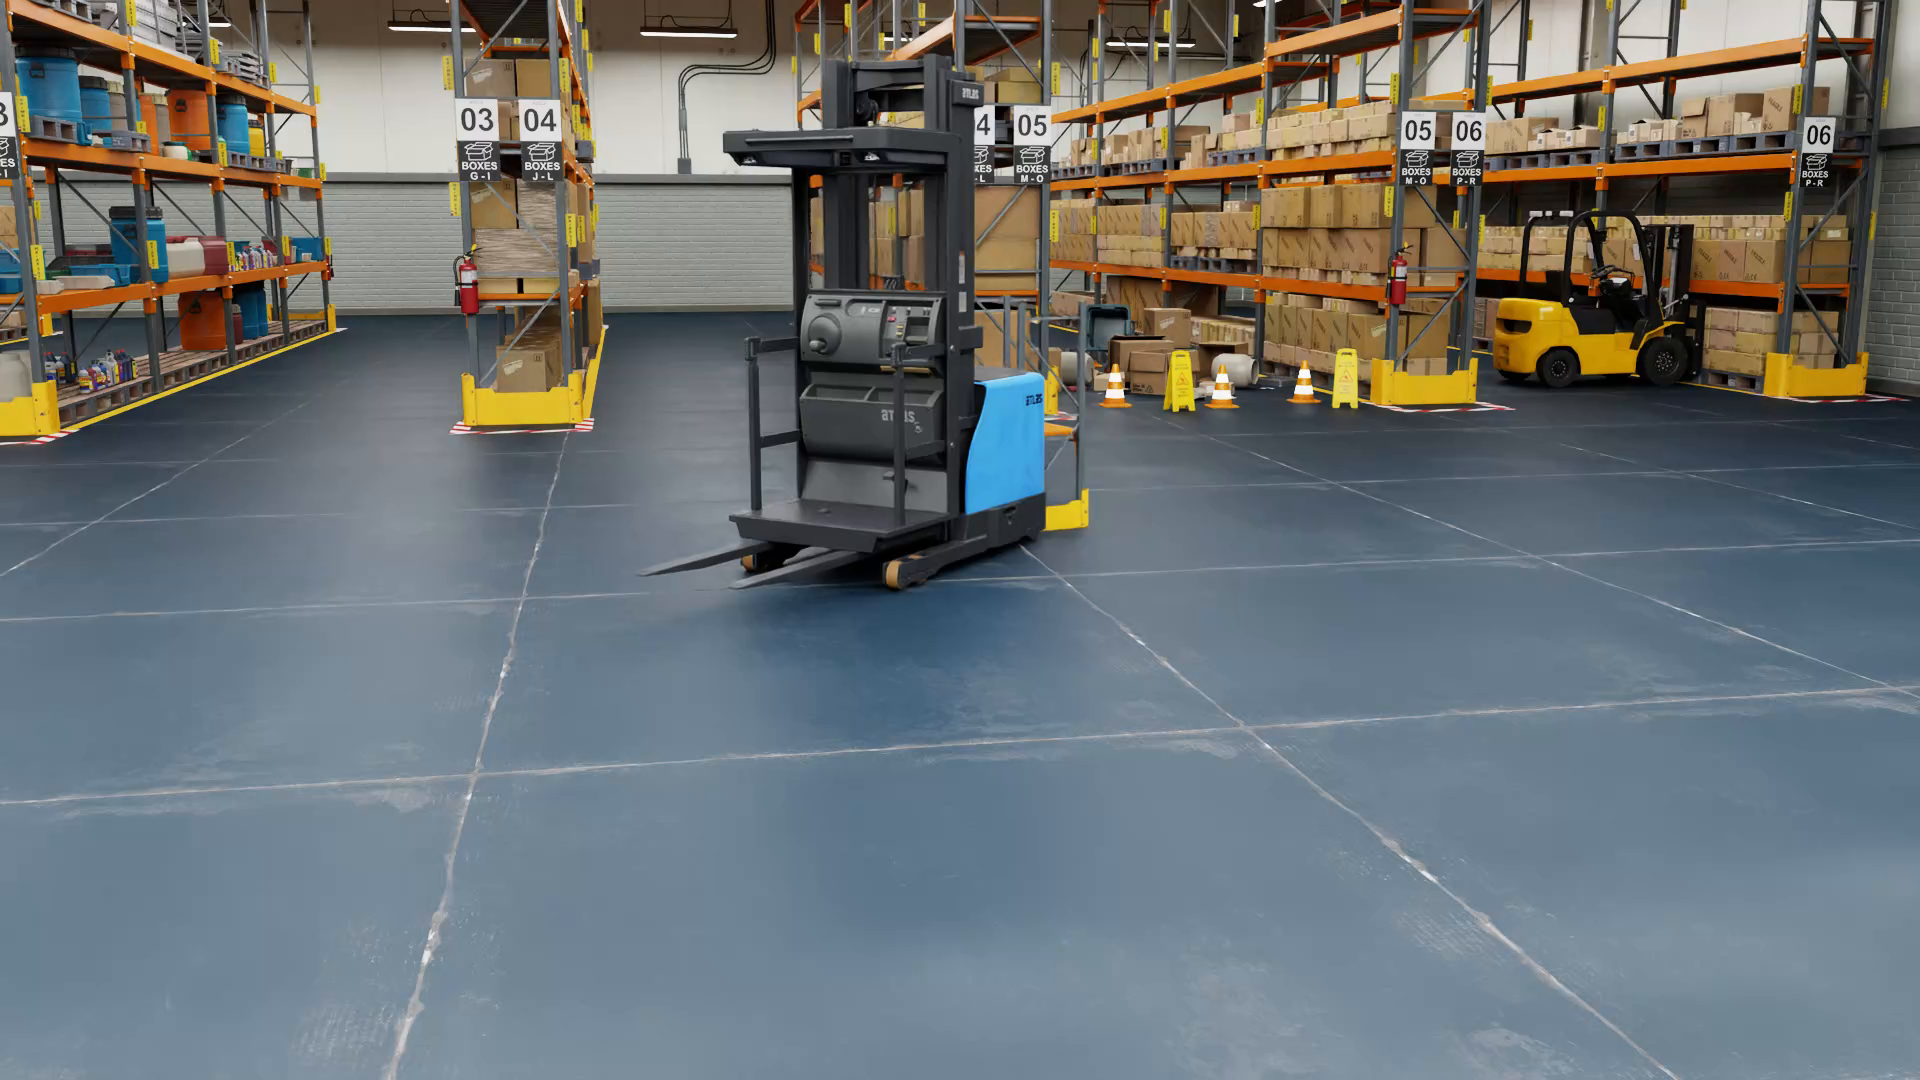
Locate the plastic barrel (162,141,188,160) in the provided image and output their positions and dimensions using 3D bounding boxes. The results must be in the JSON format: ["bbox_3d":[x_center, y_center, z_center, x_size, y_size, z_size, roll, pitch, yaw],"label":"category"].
[{"bbox_3d":[-10.380,-5.131,21.981,0.301,0.262,0.301,0,11,0],"label":"plastic barrel"}]

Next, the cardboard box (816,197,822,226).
[{"bbox_3d":[-2.248,-5.789,29.351,0.500,0.500,0.500,-3,11,-13],"label":"cardboard box"}]

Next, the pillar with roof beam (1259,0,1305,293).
[{"bbox_3d":[3.172,-9.457,36.317,9.100,9.000,0.548,-2,11,-11],"label":"pillar with roof beam"}]

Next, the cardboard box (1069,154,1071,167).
[{"bbox_3d":[2.409,-7.367,32.206,0.500,0.311,0.500,-2,11,-10],"label":"cardboard box"}]

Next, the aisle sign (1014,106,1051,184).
[{"bbox_3d":[0.751,-4.100,17.263,0.394,0.787,0.004,-2,11,-11],"label":"aisle sign"}]

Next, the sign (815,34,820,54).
[{"bbox_3d":[-2.427,-8.455,28.339,0.100,0.325,0.005,-2,11,-11],"label":"sign"}]

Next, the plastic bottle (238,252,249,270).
[{"bbox_3d":[-10.893,-4.235,25.256,0.152,0.276,0.135,-2,11,-11],"label":"plastic bottle"}]

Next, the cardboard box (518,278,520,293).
[{"bbox_3d":[-4.748,-2.631,17.167,0.380,0.149,0.250,-2,11,-11],"label":"cardboard box"}]

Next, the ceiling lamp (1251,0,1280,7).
[{"bbox_3d":[5.820,-10.987,28.742,0.800,3.185,2.000,-2,11,-11],"label":"ceiling lamp"}]

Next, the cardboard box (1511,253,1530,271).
[{"bbox_3d":[8.737,-4.226,25.280,0.500,0.250,0.500,-2,11,-9],"label":"cardboard box"}]

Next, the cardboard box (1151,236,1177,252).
[{"bbox_3d":[3.380,-4.743,26.655,0.500,0.250,0.500,-2,11,-11],"label":"cardboard box"}]

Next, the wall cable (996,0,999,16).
[{"bbox_3d":[-0.243,-13.142,38.025,2.355,3.000,0.029,-2,11,-11],"label":"wall cable"}]

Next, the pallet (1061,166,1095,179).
[{"bbox_3d":[2.562,-7.028,31.815,1.003,0.211,1.213,-2,11,-11],"label":"pallet"}]

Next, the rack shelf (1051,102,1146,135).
[{"bbox_3d":[2.556,-7.989,31.595,1.077,0.370,4.000,-2,11,-11],"label":"rack shelf"}]

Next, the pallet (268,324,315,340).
[{"bbox_3d":[-12.056,-3.672,29.424,1.003,0.211,1.213,-2,11,-11],"label":"pallet"}]

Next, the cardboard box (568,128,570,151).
[{"bbox_3d":[-4.587,-4.442,18.389,0.500,0.250,0.500,-2,11,-9],"label":"cardboard box"}]

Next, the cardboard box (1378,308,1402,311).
[{"bbox_3d":[5.193,-2.598,20.549,0.500,0.500,0.500,-2,11,-10],"label":"cardboard box"}]

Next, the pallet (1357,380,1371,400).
[{"bbox_3d":[5.141,-1.818,19.684,1.003,0.211,1.213,-2,11,-11],"label":"pallet"}]

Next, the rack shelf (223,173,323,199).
[{"bbox_3d":[-12.023,-6.171,28.998,1.077,0.370,4.000,-2,11,-11],"label":"rack shelf"}]

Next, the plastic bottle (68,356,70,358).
[{"bbox_3d":[-10.252,-1.970,19.112,0.061,0.283,0.133,-2,11,-11],"label":"plastic bottle"}]

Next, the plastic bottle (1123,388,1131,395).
[{"bbox_3d":[1.912,-1.786,19.915,0.133,0.061,0.283,-6,13,-31],"label":"plastic bottle"}]

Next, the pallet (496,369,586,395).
[{"bbox_3d":[-5.054,-1.905,20.142,1.003,0.211,1.213,-2,11,-11],"label":"pallet"}]

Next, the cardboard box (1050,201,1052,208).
[{"bbox_3d":[1.965,-6.742,33.420,0.380,0.149,0.250,-2,11,-10],"label":"cardboard box"}]

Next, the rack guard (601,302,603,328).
[{"bbox_3d":[-7.558,-4.374,32.342,1.175,0.500,0.348,-2,11,-11],"label":"rack guard"}]

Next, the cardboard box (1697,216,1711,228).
[{"bbox_3d":[9.524,-4.007,20.930,0.380,0.149,0.250,-2,11,-10],"label":"cardboard box"}]

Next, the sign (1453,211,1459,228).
[{"bbox_3d":[8.061,-5.181,27.008,0.100,0.325,0.005,-2,11,-11],"label":"sign"}]

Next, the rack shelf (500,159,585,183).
[{"bbox_3d":[-5.609,-4.884,22.236,1.077,0.370,4.000,-2,11,-11],"label":"rack shelf"}]

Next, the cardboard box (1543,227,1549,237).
[{"bbox_3d":[8.850,-4.548,24.567,0.380,0.149,0.250,-2,11,-12],"label":"cardboard box"}]

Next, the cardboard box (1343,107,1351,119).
[{"bbox_3d":[4.779,-5.054,19.745,0.380,0.149,0.250,-2,11,-13],"label":"cardboard box"}]

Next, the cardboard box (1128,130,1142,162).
[{"bbox_3d":[3.096,-6.533,27.583,0.500,0.500,0.500,-2,11,-10],"label":"cardboard box"}]

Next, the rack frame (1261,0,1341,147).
[{"bbox_3d":[4.501,-6.704,21.854,1.000,3.000,0.127,-2,11,-11],"label":"rack frame"}]

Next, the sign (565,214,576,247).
[{"bbox_3d":[-3.910,-3.108,16.690,0.100,0.325,0.005,-2,11,-11],"label":"sign"}]

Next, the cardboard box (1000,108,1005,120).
[{"bbox_3d":[0.641,-4.552,17.849,0.380,0.149,0.250,-2,11,-10],"label":"cardboard box"}]

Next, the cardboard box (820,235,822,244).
[{"bbox_3d":[-2.162,-5.071,28.072,0.380,0.149,0.250,-2,11,-10],"label":"cardboard box"}]

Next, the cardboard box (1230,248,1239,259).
[{"bbox_3d":[4.011,-4.020,23.341,0.380,0.149,0.250,-2,11,-12],"label":"cardboard box"}]

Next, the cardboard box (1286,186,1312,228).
[{"bbox_3d":[4.523,-4.168,20.834,0.700,0.500,0.500,-2,11,-12],"label":"cardboard box"}]

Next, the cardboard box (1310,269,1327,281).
[{"bbox_3d":[4.564,-3.284,20.602,0.380,0.149,0.250,-2,11,-11],"label":"cardboard box"}]

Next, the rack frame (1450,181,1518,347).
[{"bbox_3d":[8.591,-4.672,27.221,1.000,3.000,0.127,-2,11,-11],"label":"rack frame"}]

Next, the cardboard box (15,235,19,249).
[{"bbox_3d":[-16.813,-5.120,29.308,0.500,0.500,0.500,-2,11,-11],"label":"cardboard box"}]

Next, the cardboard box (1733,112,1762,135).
[{"bbox_3d":[9.639,-5.055,20.181,0.396,0.266,0.258,-2,11,-11],"label":"cardboard box"}]

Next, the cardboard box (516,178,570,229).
[{"bbox_3d":[-4.281,-3.461,17.119,0.500,0.500,0.500,-2,11,-11],"label":"cardboard box"}]

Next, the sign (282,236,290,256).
[{"bbox_3d":[-11.094,-4.840,27.362,0.100,0.325,0.005,-2,11,-11],"label":"sign"}]

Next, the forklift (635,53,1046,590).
[{"bbox_3d":[-0.627,-1.258,9.468,1.130,2.935,3.031,6,12,30],"label":"forklift"}]

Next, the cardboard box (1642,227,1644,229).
[{"bbox_3d":[9.278,-4.096,22.193,0.380,0.149,0.250,-2,11,-10],"label":"cardboard box"}]

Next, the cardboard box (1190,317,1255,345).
[{"bbox_3d":[3.975,-3.167,25.220,0.950,0.372,0.625,-2,11,-12],"label":"cardboard box"}]

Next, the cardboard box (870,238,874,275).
[{"bbox_3d":[-0.996,-3.972,23.277,0.500,0.500,0.500,-2,11,-12],"label":"cardboard box"}]

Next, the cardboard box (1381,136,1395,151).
[{"bbox_3d":[4.935,-4.429,18.594,0.380,0.149,0.250,-2,11,-11],"label":"cardboard box"}]

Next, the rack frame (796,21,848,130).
[{"bbox_3d":[-2.669,-8.707,32.374,1.000,3.000,0.127,-2,11,-11],"label":"rack frame"}]

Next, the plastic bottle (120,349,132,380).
[{"bbox_3d":[-9.670,-2.024,19.216,0.144,0.351,0.185,-2,11,-13],"label":"plastic bottle"}]

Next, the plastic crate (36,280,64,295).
[{"bbox_3d":[-9.159,-2.530,16.669,0.298,0.136,0.250,-2,11,-11],"label":"plastic crate"}]

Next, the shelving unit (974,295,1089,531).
[{"bbox_3d":[0.359,-0.893,11.375,0.587,1.500,1.083,-6,12,-27],"label":"shelving unit"}]

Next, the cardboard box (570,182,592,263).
[{"bbox_3d":[-5.237,-4.049,21.219,1.000,1.000,1.000,-2,11,-11],"label":"cardboard box"}]
